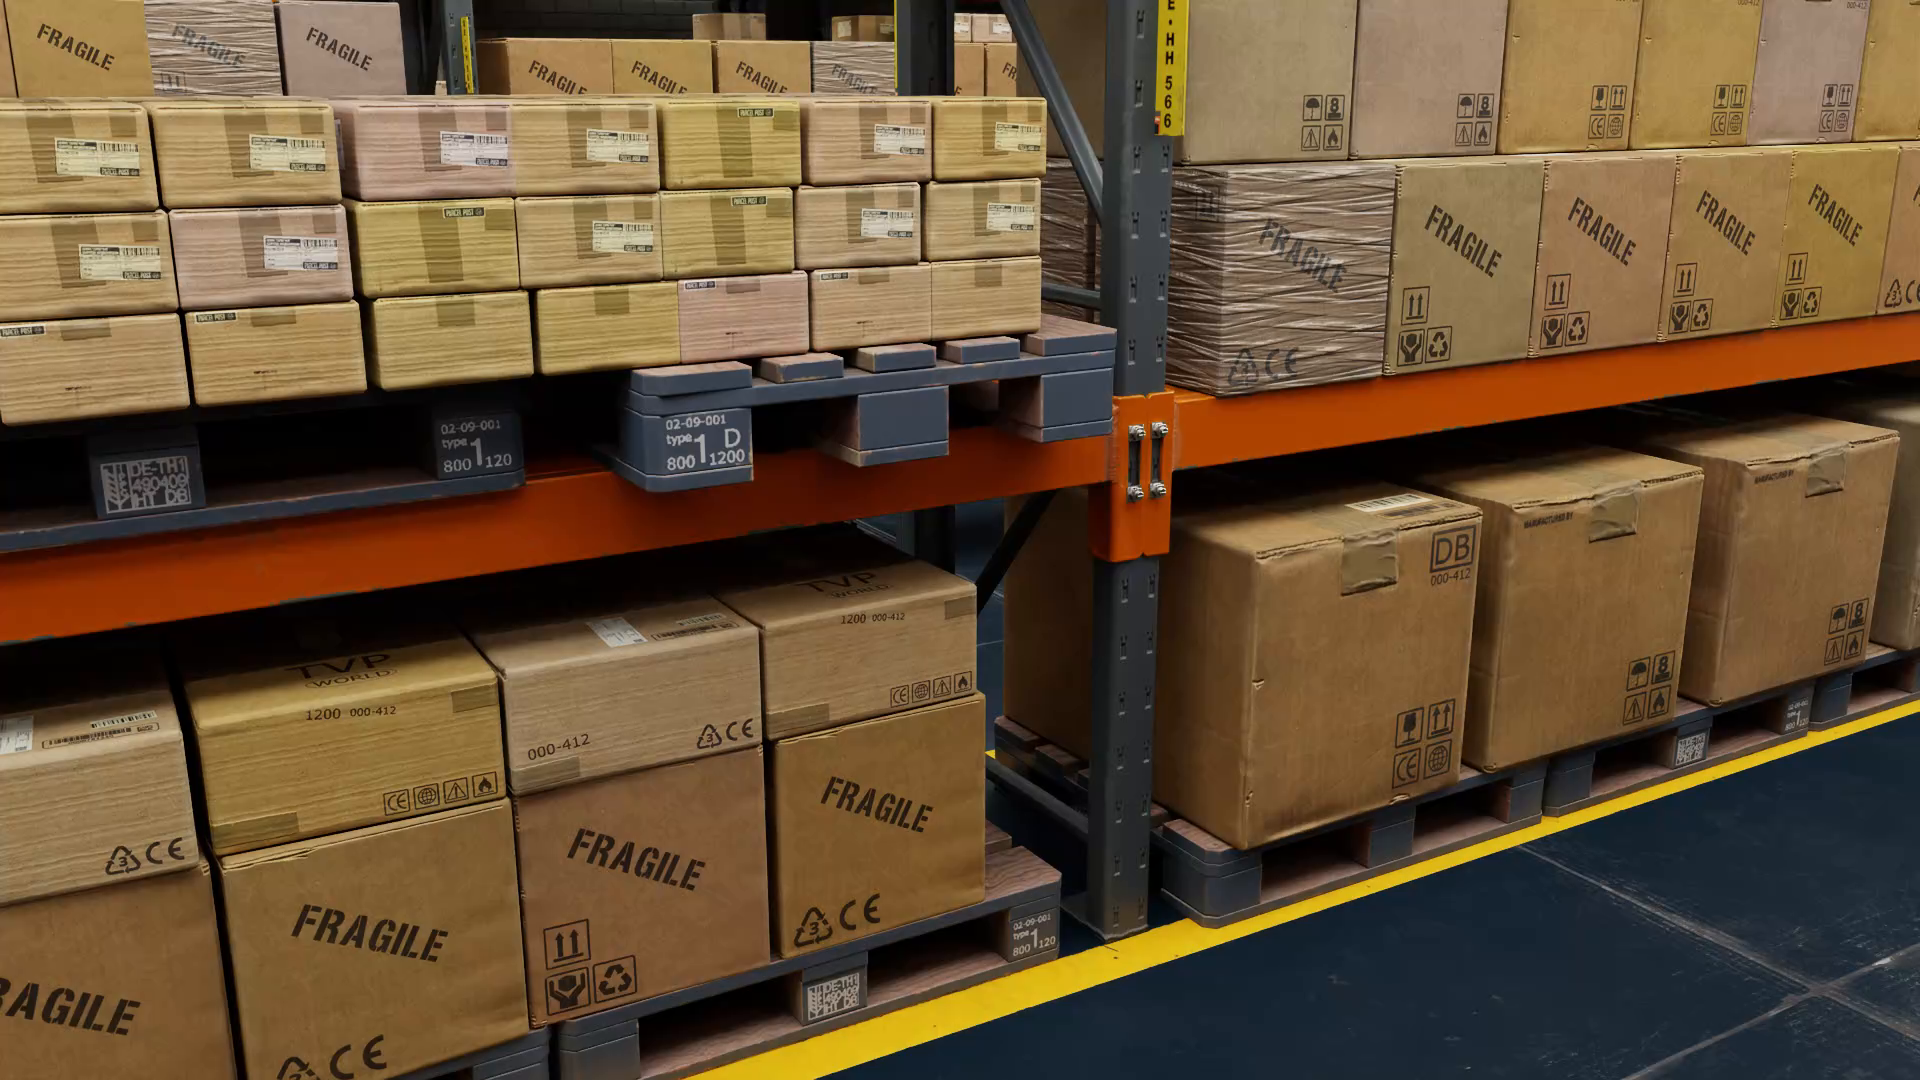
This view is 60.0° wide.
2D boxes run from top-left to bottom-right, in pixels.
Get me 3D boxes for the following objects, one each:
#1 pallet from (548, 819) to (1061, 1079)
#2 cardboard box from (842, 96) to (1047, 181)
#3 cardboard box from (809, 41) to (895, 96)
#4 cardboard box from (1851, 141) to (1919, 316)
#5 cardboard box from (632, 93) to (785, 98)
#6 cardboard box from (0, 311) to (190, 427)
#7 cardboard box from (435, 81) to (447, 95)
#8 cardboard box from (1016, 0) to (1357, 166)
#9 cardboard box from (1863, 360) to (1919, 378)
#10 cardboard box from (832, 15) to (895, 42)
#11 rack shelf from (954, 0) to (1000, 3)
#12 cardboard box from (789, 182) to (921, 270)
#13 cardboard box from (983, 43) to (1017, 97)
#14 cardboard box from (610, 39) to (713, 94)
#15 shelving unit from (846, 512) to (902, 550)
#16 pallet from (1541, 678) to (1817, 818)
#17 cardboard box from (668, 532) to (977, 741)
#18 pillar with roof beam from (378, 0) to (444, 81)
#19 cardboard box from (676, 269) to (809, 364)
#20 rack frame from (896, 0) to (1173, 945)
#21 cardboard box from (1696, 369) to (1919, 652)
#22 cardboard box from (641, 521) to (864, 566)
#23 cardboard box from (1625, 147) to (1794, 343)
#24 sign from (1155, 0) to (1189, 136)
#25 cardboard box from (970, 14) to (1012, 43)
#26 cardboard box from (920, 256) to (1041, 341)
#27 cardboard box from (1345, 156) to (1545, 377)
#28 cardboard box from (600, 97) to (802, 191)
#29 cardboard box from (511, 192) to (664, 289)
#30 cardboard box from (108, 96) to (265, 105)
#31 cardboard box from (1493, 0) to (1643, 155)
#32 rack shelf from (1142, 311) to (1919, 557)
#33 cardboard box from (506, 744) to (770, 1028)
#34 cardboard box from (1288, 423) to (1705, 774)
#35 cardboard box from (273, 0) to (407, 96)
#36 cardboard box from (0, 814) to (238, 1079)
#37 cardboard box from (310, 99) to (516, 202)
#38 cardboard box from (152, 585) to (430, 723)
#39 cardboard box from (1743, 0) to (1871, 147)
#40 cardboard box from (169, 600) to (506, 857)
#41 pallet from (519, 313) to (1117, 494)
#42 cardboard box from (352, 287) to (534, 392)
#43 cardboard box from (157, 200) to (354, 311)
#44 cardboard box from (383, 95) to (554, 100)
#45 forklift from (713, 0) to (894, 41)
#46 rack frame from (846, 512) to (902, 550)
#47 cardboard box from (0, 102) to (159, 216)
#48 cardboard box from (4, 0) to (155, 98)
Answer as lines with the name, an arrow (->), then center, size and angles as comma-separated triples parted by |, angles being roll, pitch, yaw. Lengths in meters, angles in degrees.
pallet -> -0.525, 0.848, 3.994 | 1.213, 0.211, 1.003 | -9, 18, -30
cardboard box -> -0.039, -0.797, 3.280 | 0.250, 0.149, 0.380 | -10, 19, -32
cardboard box -> -0.658, -2.354, 8.736 | 0.500, 0.500, 0.500 | -10, 19, -32
cardboard box -> 2.831, -1.003, 5.244 | 0.500, 0.500, 0.500 | -9, 18, -30
cardboard box -> -0.579, -0.913, 3.696 | 0.250, 0.149, 0.380 | -10, 18, -31
cardboard box -> -1.375, -0.294, 2.588 | 0.250, 0.149, 0.380 | -10, 19, -32
cardboard box -> -3.972, -3.337, 12.371 | 0.250, 0.149, 0.380 | -9, 18, -29
cardboard box -> 0.535, -1.193, 4.070 | 0.500, 0.500, 0.700 | -9, 18, -30
cardboard box -> 4.149, -0.410, 6.472 | 0.875, 0.875, 0.875 | -9, 18, -29
cardboard box -> -0.525, -2.838, 9.260 | 0.250, 0.149, 0.380 | -8, 18, -27
rack shelf -> 0.093, -4.814, 14.802 | 4.000, 0.370, 1.077 | -9, 18, -30
cardboard box -> -0.271, -0.616, 3.187 | 0.250, 0.149, 0.380 | -8, 18, -28
cardboard box -> 0.236, -2.497, 9.247 | 0.500, 0.500, 0.500 | -9, 18, -29
cardboard box -> -1.543, -2.211, 8.226 | 0.500, 0.500, 0.500 | -8, 18, -27
shelving unit -> 0.073, -0.734, 7.250 | 1.048, 1.500, 0.538 | -9, 18, -30
pallet -> 1.905, 0.479, 5.310 | 1.213, 0.211, 1.003 | -9, 18, -30
cardboard box -> -0.306, 0.193, 3.628 | 0.500, 0.250, 0.500 | -10, 18, -31
pillar with roof beam -> -2.180, -5.165, 9.162 | 0.400, 9.000, 9.100 | -9, 18, -30
cardboard box -> -0.475, -0.440, 3.108 | 0.250, 0.149, 0.380 | -9, 18, -29
rack frame -> 0.145, -0.603, 4.004 | 0.127, 3.000, 1.000 | -9, 18, -30
cardboard box -> 3.088, -0.171, 5.853 | 0.750, 0.750, 1.050 | -9, 18, -30
cardboard box -> -0.570, 0.077, 4.042 | 0.500, 0.250, 0.500 | -10, 19, -32
cardboard box -> 1.964, -0.861, 4.740 | 0.500, 0.500, 0.500 | -9, 18, -30
sign -> 0.433, -0.998, 3.415 | 0.005, 0.325, 0.100 | -9, 18, -30
cardboard box -> 0.075, -2.781, 9.057 | 0.250, 0.149, 0.380 | -10, 18, -31
cardboard box -> -0.041, -0.509, 3.357 | 0.250, 0.149, 0.380 | -9, 18, -29
cardboard box -> 1.104, -0.723, 4.245 | 0.500, 0.500, 0.500 | -9, 18, -30
cardboard box -> -0.480, -0.726, 3.027 | 0.250, 0.149, 0.380 | -9, 18, -28
cardboard box -> -0.710, -0.544, 2.930 | 0.250, 0.149, 0.380 | -9, 18, -30
cardboard box -> -1.476, -0.768, 3.179 | 0.250, 0.149, 0.380 | -9, 18, -28
cardboard box -> 1.407, -1.335, 4.578 | 0.500, 0.500, 0.700 | -10, 18, -31
rack shelf -> 1.860, -0.535, 5.093 | 4.000, 0.370, 1.077 | -9, 18, -30
cardboard box -> -0.731, 0.622, 3.488 | 0.500, 0.500, 0.500 | -8, 18, -27
cardboard box -> 1.461, 0.092, 4.915 | 0.750, 0.750, 1.050 | -9, 18, -29
cardboard box -> -2.799, -2.132, 7.419 | 0.500, 0.500, 0.500 | -10, 18, -31
cardboard box -> -1.619, 0.763, 2.983 | 0.500, 0.500, 0.500 | -9, 18, -29
cardboard box -> -0.916, -0.656, 2.777 | 0.250, 0.149, 0.380 | -9, 18, -30
cardboard box -> -1.436, 0.213, 3.555 | 0.500, 0.250, 0.500 | -9, 18, -29
cardboard box -> 2.278, -1.476, 5.081 | 0.500, 0.500, 0.700 | -9, 18, -29
cardboard box -> -1.177, 0.333, 3.130 | 0.500, 0.250, 0.500 | -9, 18, -28
pallet -> -0.411, -0.387, 3.589 | 1.003, 0.211, 1.213 | -9, 18, -30
cardboard box -> -0.920, -0.368, 2.852 | 0.250, 0.149, 0.380 | -10, 19, -32
cardboard box -> -1.148, -0.474, 2.679 | 0.250, 0.149, 0.380 | -9, 18, -28
cardboard box -> -1.019, -0.844, 3.447 | 0.250, 0.149, 0.380 | -10, 19, -32
forklift -> -0.904, -2.770, 11.862 | 3.031, 2.935, 1.130 | -9, 18, -30
rack frame -> -0.363, -0.663, 6.998 | 0.032, 1.500, 0.500 | -9, 18, -30
cardboard box -> -1.372, -0.581, 2.512 | 0.250, 0.149, 0.380 | -9, 18, -28
cardboard box -> -3.664, -1.991, 6.917 | 0.500, 0.500, 0.500 | -9, 18, -30
